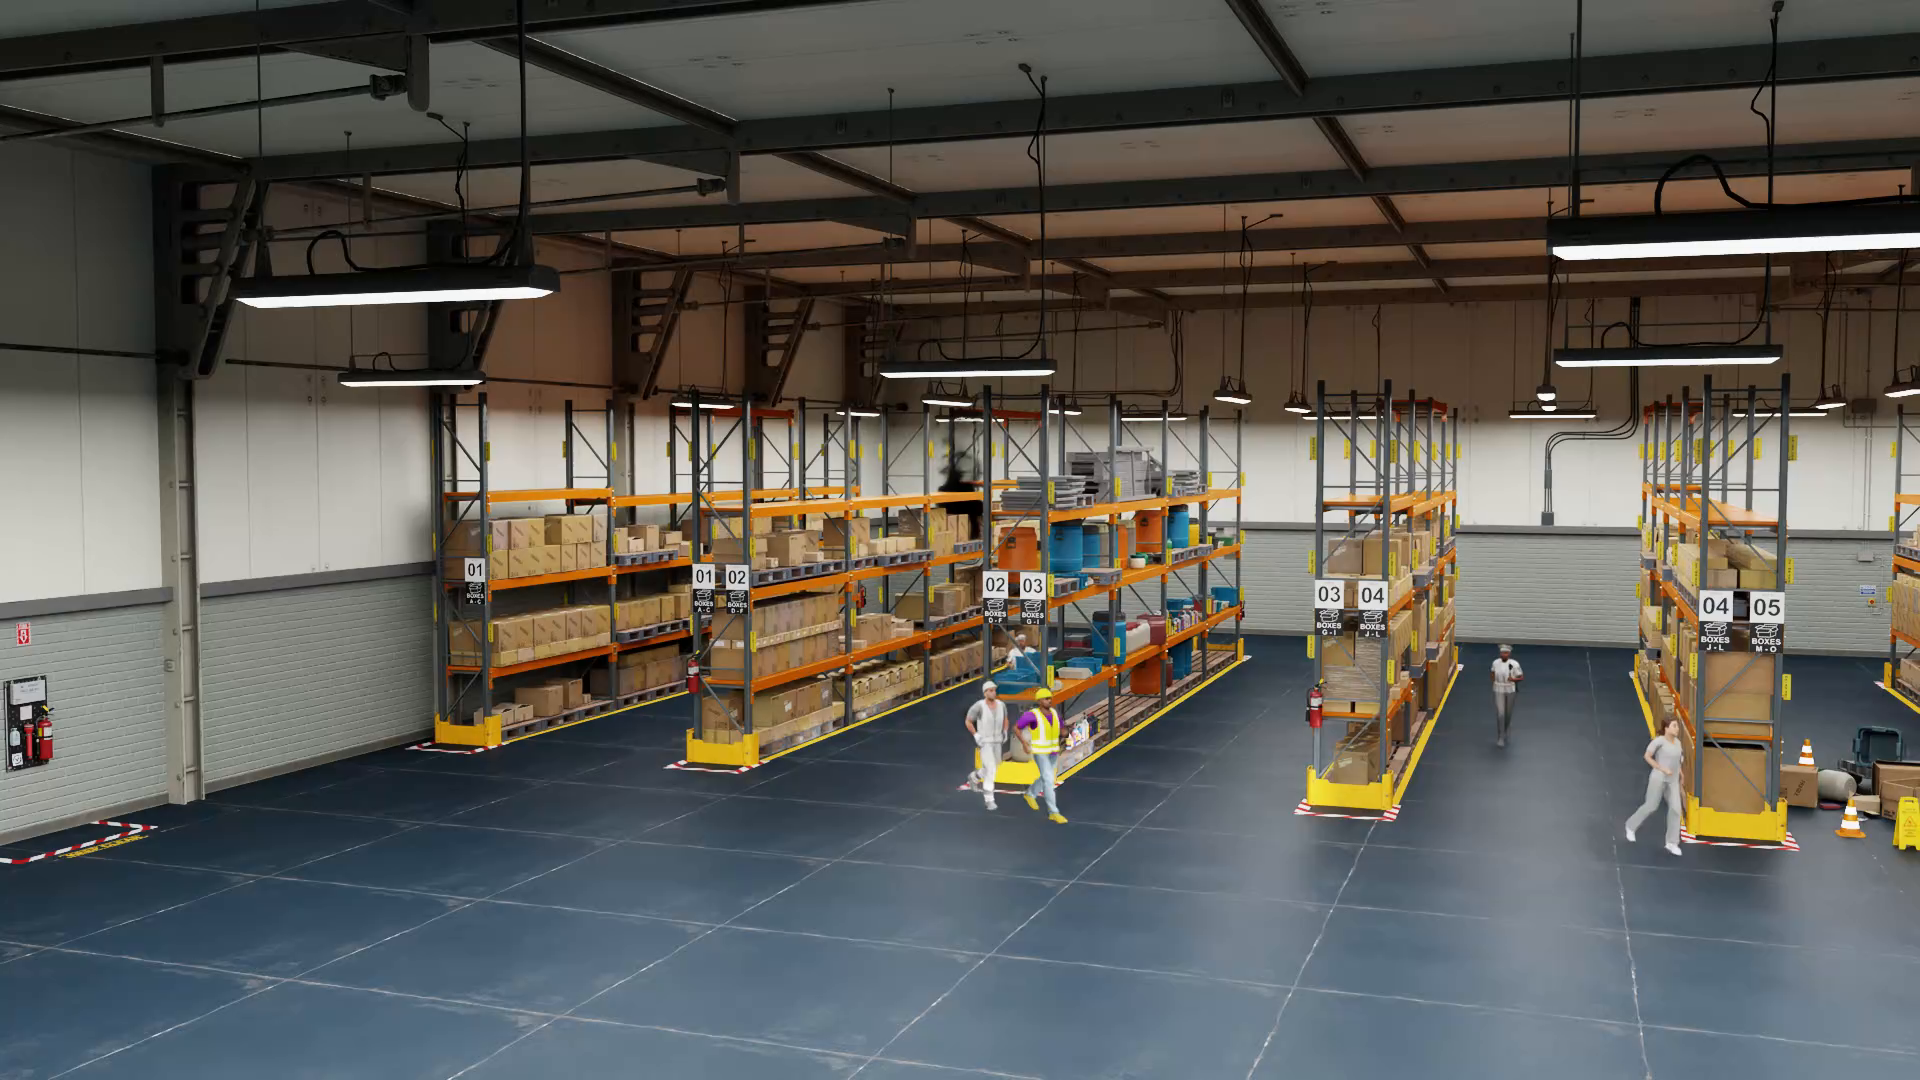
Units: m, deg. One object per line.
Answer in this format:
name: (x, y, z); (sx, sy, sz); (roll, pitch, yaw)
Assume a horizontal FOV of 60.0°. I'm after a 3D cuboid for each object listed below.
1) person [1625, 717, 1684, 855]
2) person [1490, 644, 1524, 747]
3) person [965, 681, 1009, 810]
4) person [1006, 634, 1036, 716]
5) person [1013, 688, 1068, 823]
person: (8.896, 3.048, 20.913); (0.641, 1.652, 0.910); (-1, 3, -15)
person: (9.371, 2.639, 28.513); (0.560, 1.734, 0.841); (1, 3, 19)
person: (0.375, 2.869, 23.538); (0.667, 1.785, 0.778); (-2, 4, -31)
person: (1.135, 2.575, 30.393); (0.592, 1.718, 0.725); (1, 3, 17)
person: (1.154, 2.887, 22.572); (0.701, 1.753, 0.988); (-3, 4, -40)
